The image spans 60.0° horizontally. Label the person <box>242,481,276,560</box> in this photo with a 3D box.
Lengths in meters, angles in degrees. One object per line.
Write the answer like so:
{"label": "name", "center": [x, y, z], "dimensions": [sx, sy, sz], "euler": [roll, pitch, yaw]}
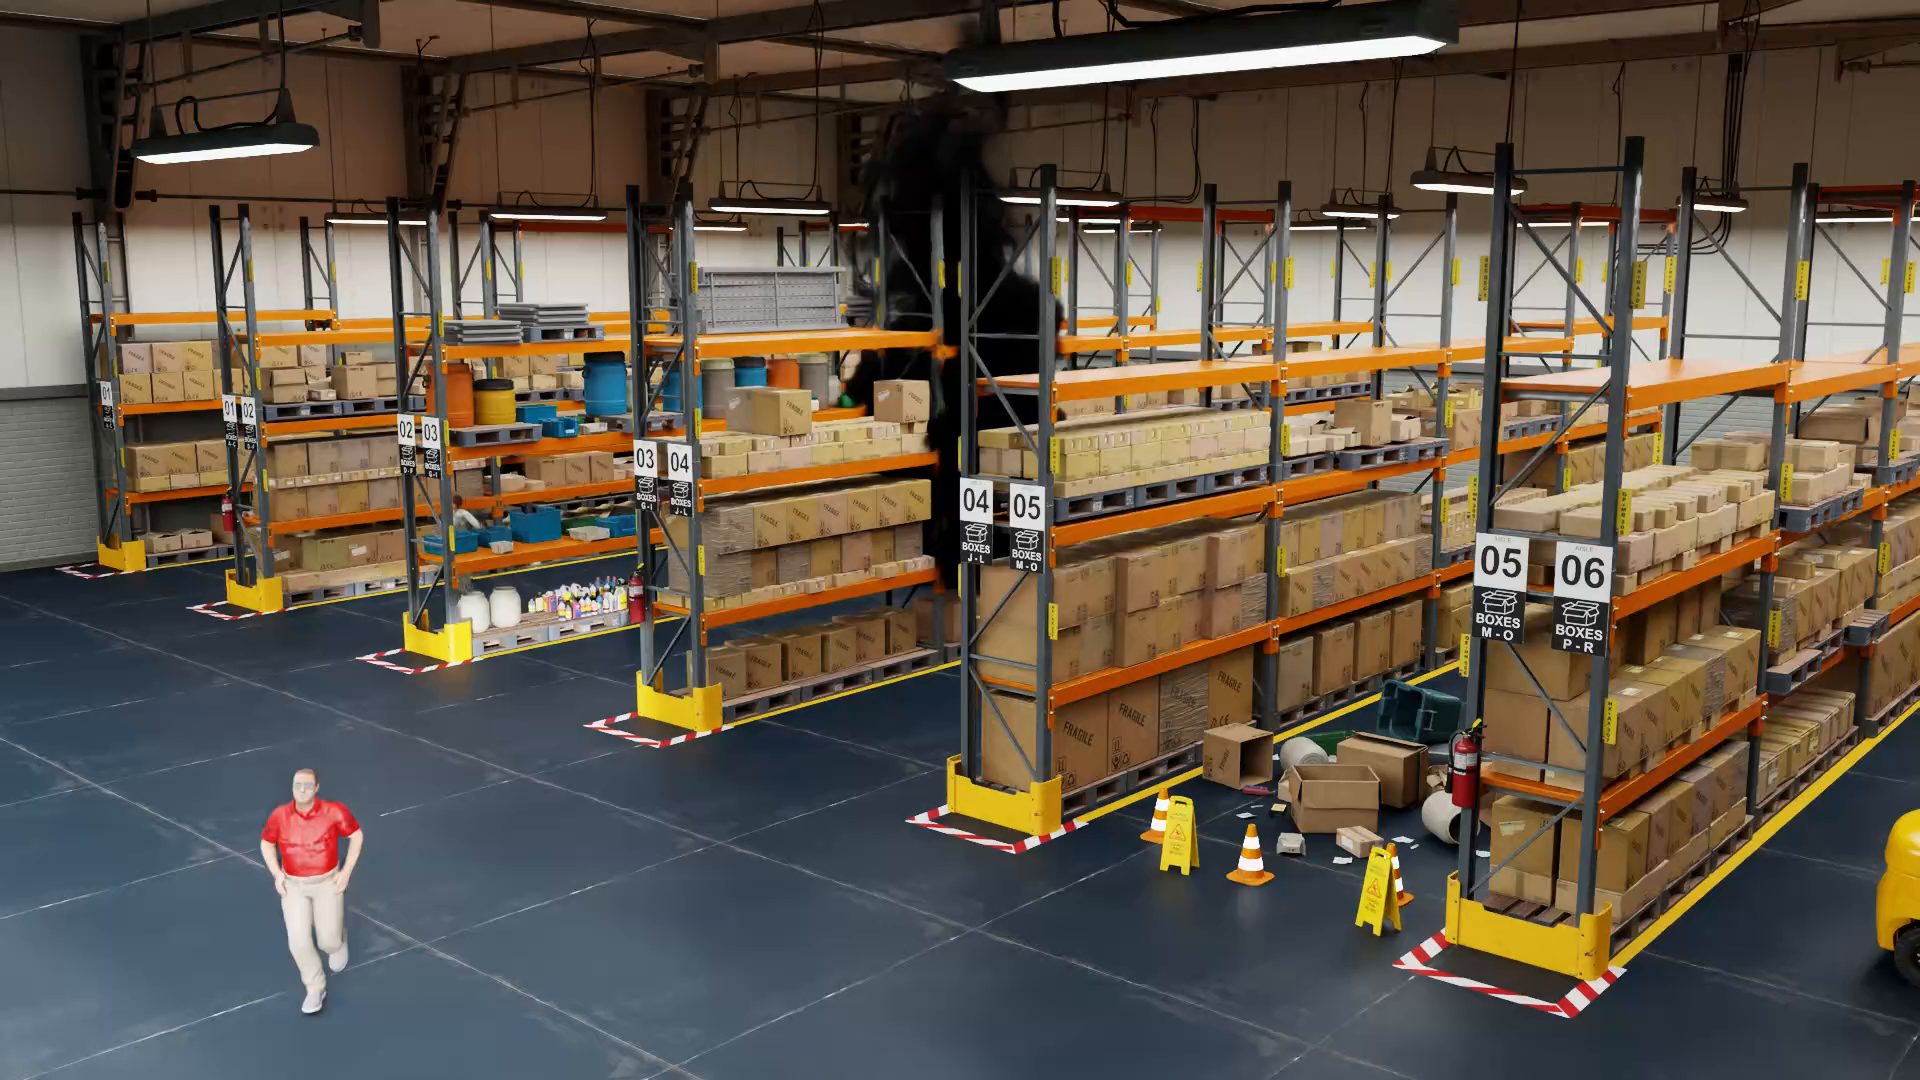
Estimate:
{"label": "person", "center": [-11.217, -0.133, 26.842], "dimensions": [0.675, 1.850, 0.744], "euler": [8, 12, 38]}

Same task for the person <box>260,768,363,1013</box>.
{"label": "person", "center": [-4.552, 2.412, 11.717], "dimensions": [0.686, 1.682, 0.677], "euler": [-2, 10, -13]}

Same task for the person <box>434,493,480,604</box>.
{"label": "person", "center": [-7.220, 0.166, 23.824], "dimensions": [0.517, 1.644, 0.633], "euler": [7, 12, 35]}
